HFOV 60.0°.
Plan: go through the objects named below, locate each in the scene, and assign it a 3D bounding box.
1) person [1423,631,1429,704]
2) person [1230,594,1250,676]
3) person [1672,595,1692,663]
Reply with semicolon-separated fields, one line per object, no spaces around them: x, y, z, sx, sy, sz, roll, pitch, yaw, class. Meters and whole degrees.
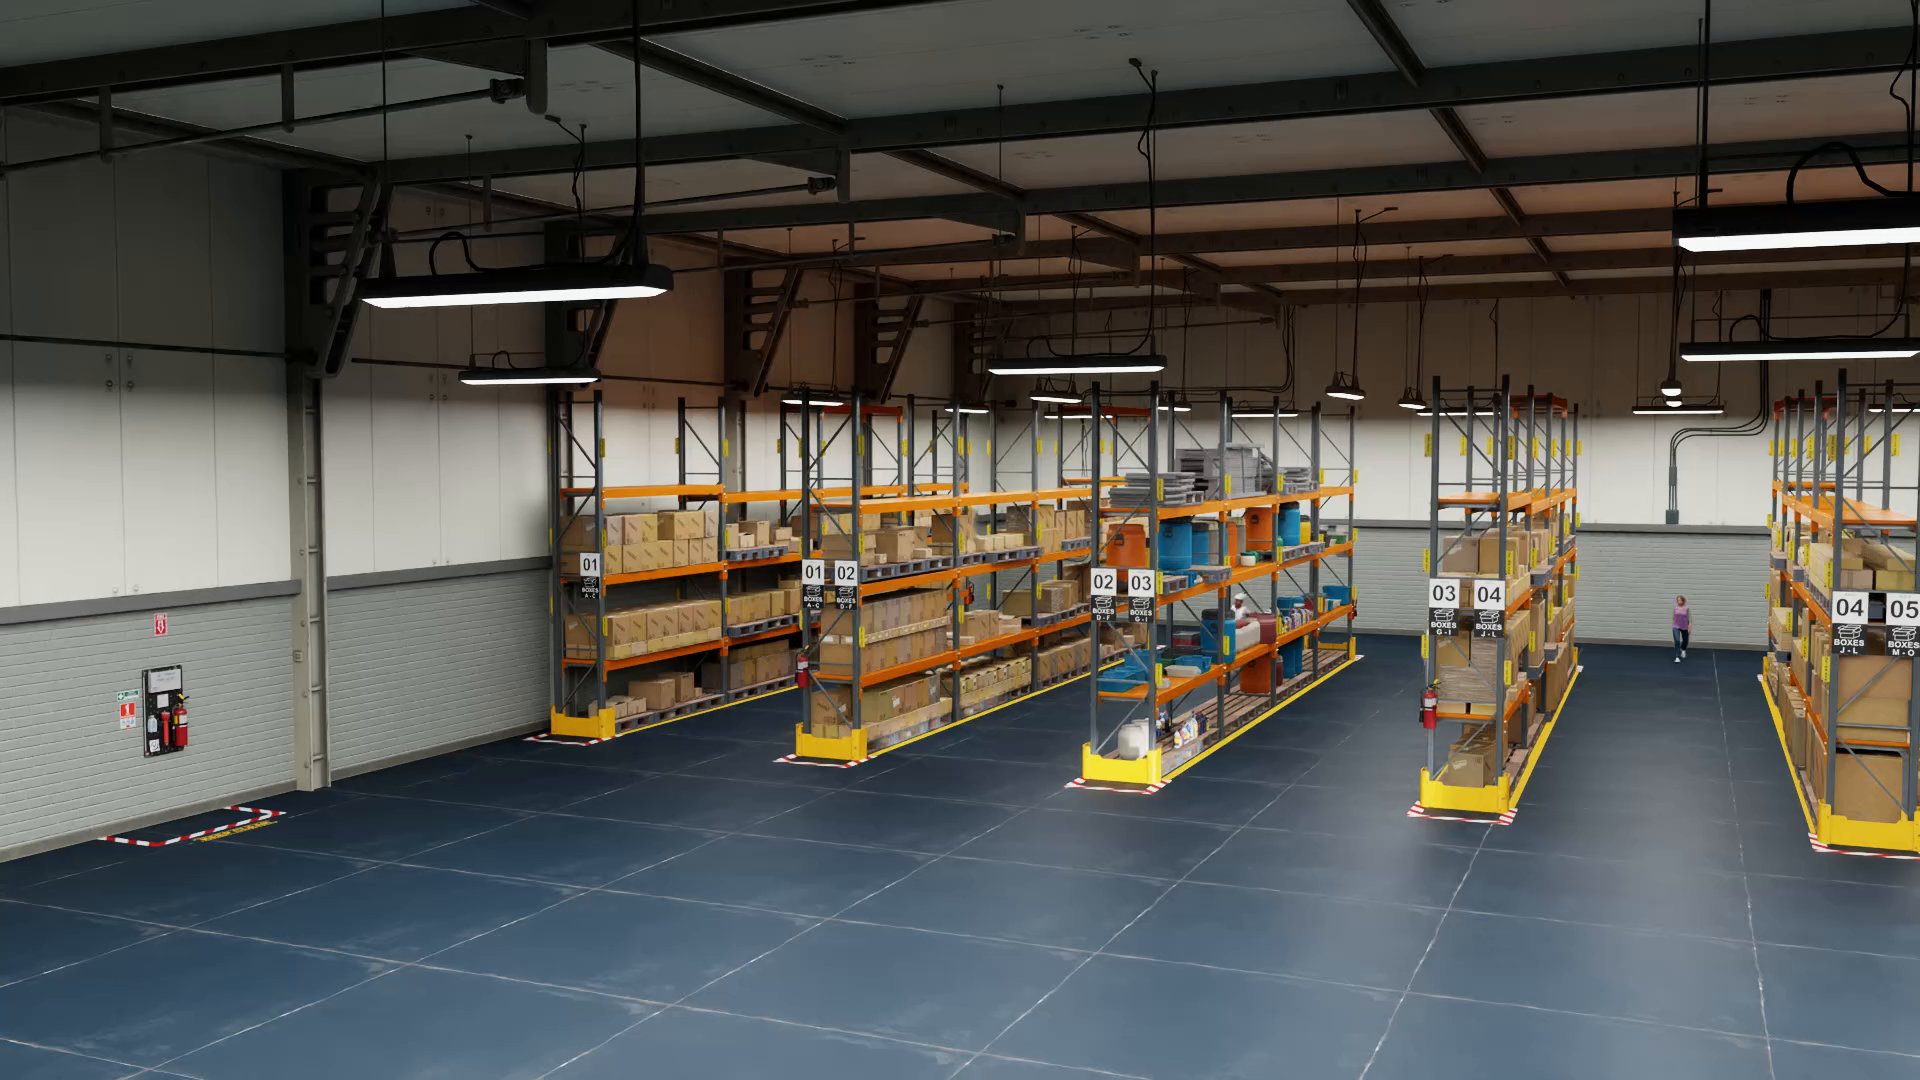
9.335;2.331;32.522;0.541;1.703;1.084;1;3;24;person
6.102;2.090;36.881;0.748;1.811;0.653;-3;4;-40;person
16.890;2.058;38.897;0.416;1.562;0.768;1;3;22;person
